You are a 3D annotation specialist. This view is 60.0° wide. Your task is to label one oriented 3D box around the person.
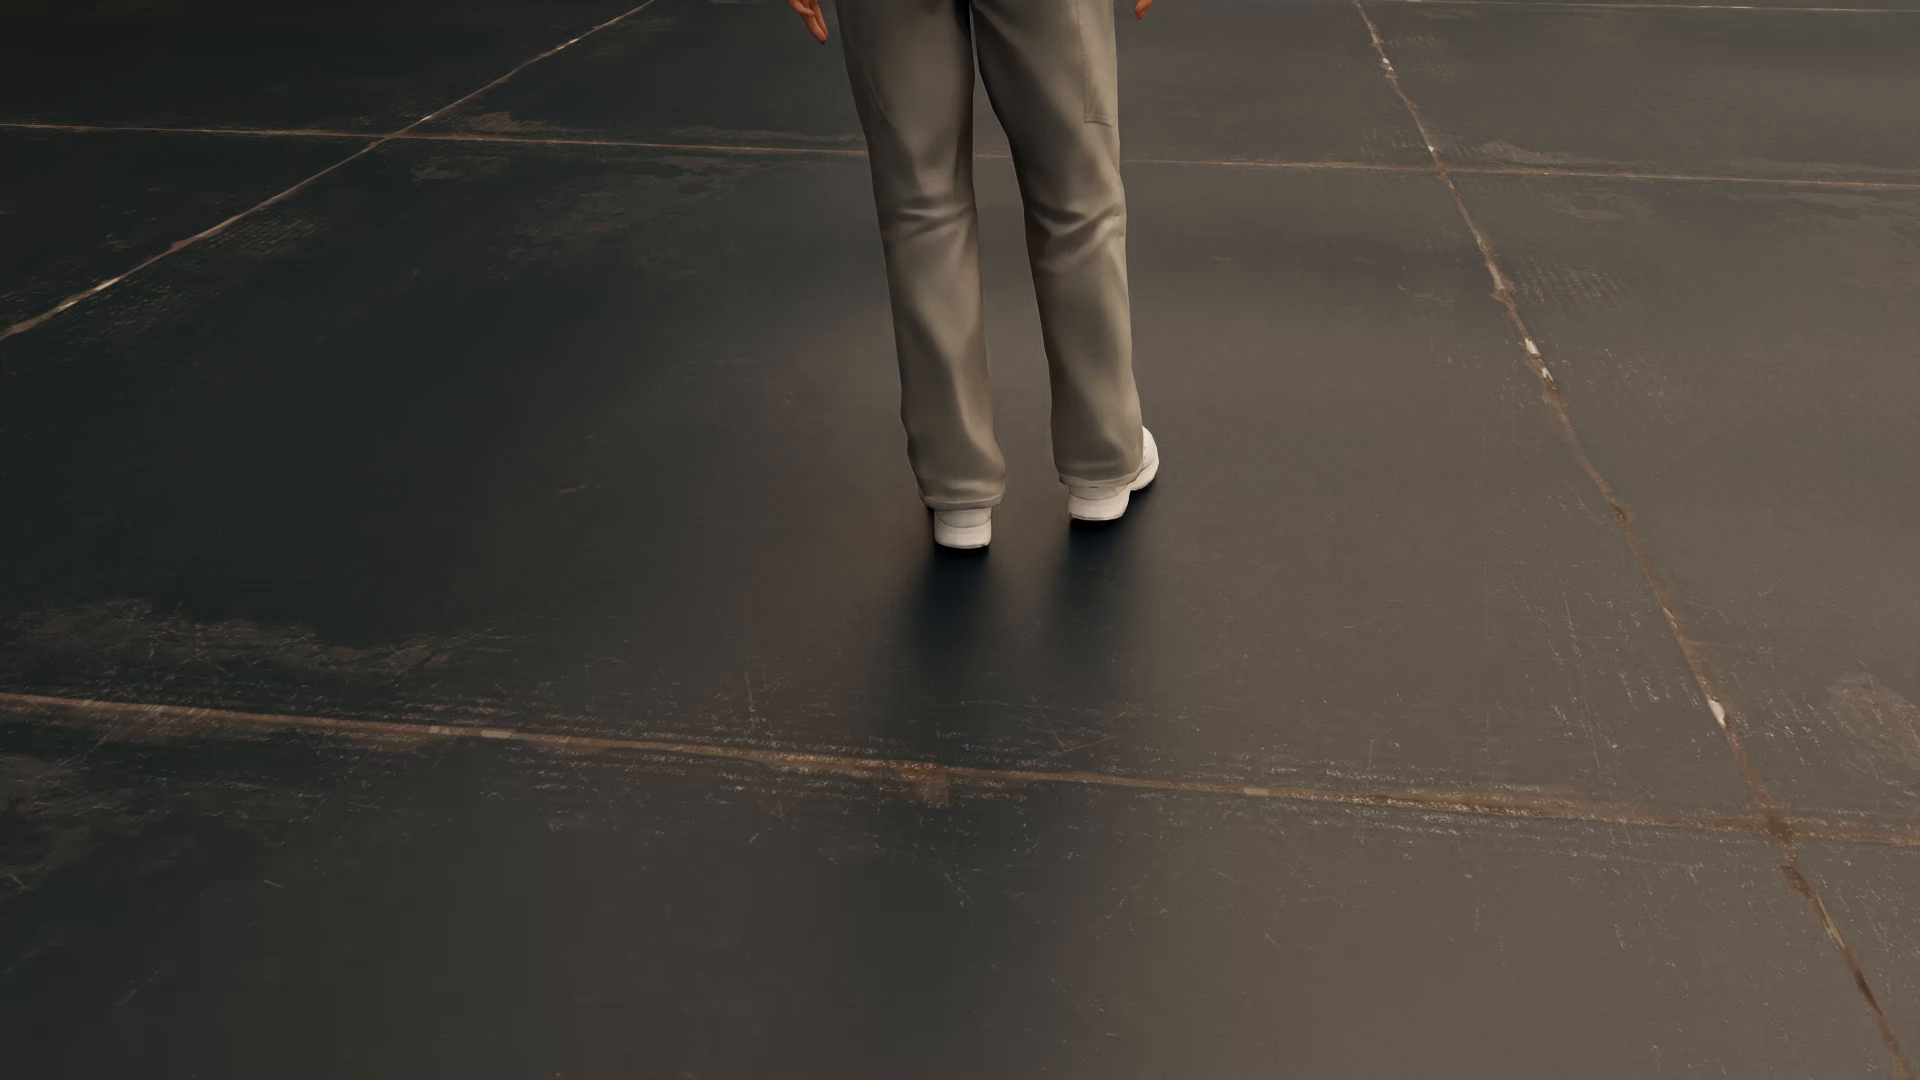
[{"bbox_3d":[0.023,-0.788,2.187,0.550,1.673,0.548,3,27,7],"label":"person"}]
